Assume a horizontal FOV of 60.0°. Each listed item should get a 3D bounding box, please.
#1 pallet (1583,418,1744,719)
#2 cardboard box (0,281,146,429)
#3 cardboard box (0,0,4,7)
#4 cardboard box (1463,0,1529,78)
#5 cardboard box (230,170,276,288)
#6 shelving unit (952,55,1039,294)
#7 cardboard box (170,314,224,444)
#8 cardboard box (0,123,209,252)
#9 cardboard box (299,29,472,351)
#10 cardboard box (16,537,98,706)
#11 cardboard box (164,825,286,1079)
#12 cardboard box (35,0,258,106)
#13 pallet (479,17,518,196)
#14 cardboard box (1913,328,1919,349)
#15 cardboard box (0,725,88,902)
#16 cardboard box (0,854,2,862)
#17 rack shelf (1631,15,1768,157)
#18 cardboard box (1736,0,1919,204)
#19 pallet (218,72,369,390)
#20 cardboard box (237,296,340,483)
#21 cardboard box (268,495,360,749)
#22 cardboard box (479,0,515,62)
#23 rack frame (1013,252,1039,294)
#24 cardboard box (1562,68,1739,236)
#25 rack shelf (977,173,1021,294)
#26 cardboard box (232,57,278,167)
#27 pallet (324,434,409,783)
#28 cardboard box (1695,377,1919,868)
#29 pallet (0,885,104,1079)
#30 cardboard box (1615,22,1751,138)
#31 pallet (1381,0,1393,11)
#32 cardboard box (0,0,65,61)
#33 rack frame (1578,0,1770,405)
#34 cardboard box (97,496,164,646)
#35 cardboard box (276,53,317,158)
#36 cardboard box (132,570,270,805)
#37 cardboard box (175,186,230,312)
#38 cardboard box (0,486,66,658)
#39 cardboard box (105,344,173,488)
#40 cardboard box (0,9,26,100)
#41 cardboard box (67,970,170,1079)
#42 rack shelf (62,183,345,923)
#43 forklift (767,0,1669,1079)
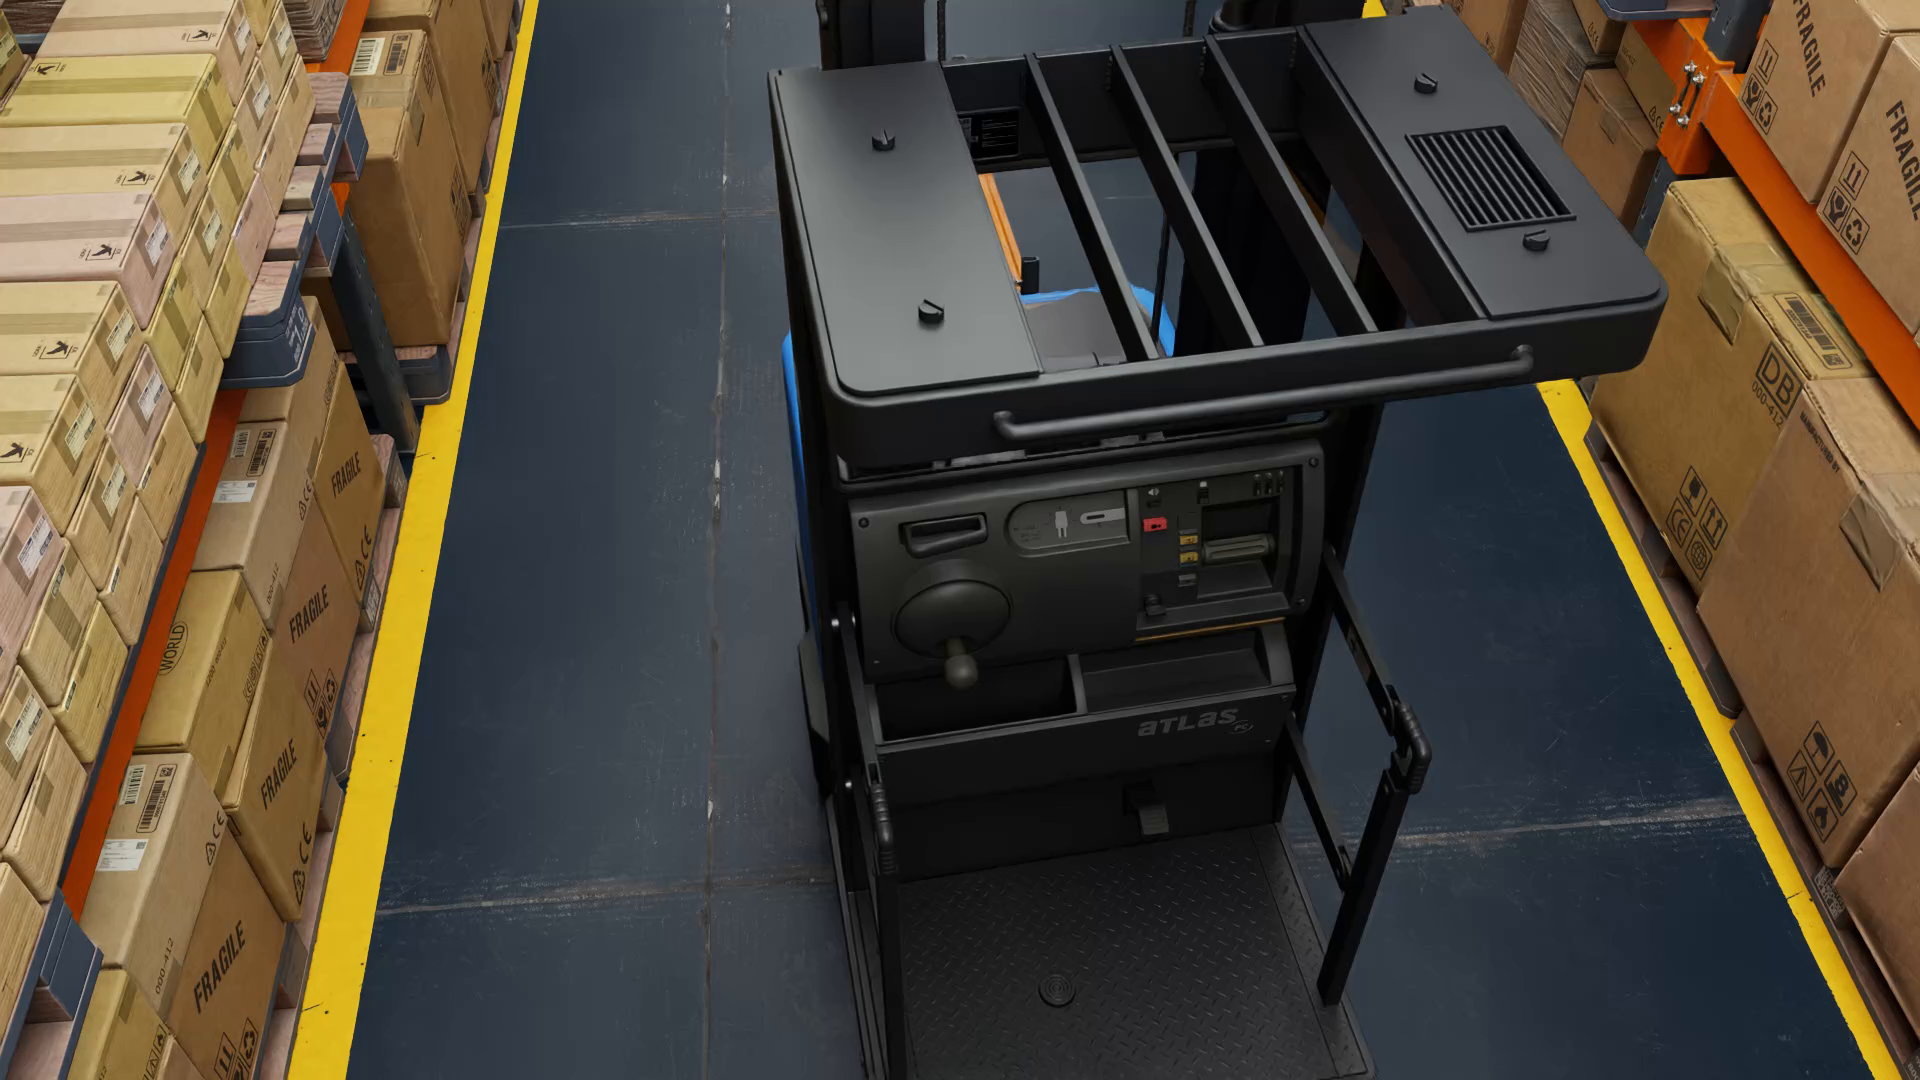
[{"bbox_3d":[2.634,-0.021,5.124,1.003,0.211,1.213,-3,47,-3],"label":"pallet"},{"bbox_3d":[-1.704,-0.326,2.967,0.380,0.149,0.250,-1,47,-1],"label":"cardboard box"},{"bbox_3d":[-2.462,-1.239,3.832,0.380,0.149,0.250,-3,47,-3],"label":"cardboard box"},{"bbox_3d":[2.453,-2.140,6.629,0.700,0.500,0.500,0,47,0],"label":"cardboard box"},{"bbox_3d":[-1.768,-0.689,3.721,0.380,0.149,0.250,-3,47,-3],"label":"cardboard box"},{"bbox_3d":[-0.132,-0.697,5.136,0.538,1.125,1.048,-8,47,-7],"label":"shelving unit"},{"bbox_3d":[-1.727,-0.314,3.365,0.380,0.149,0.250,-5,47,-5],"label":"cardboard box"},{"bbox_3d":[-1.744,-0.698,3.319,0.380,0.149,0.250,-2,47,-2],"label":"cardboard box"},{"bbox_3d":[-2.270,-1.143,5.527,1.050,0.750,0.750,-4,47,-4],"label":"cardboard box"},{"bbox_3d":[-1.663,0.146,2.725,0.380,0.149,0.250,-4,47,-4],"label":"cardboard box"},{"bbox_3d":[-1.874,0.971,3.696,0.500,0.500,0.500,-3,47,-3],"label":"cardboard box"},{"bbox_3d":[-1.792,-1.080,3.681,0.380,0.149,0.250,-4,47,-4],"label":"cardboard box"},{"bbox_3d":[-2.398,-1.823,6.831,1.003,0.211,1.213,-3,47,-3],"label":"pallet"},{"bbox_3d":[2.504,-0.477,3.567,0.500,0.500,0.500,-4,47,-4],"label":"cardboard box"},{"bbox_3d":[-1.636,0.450,2.642,0.380,0.149,0.250,-5,47,-5],"label":"cardboard box"},{"bbox_3d":[-1.616,0.532,2.359,0.380,0.149,0.250,-5,47,-5],"label":"cardboard box"},{"bbox_3d":[2.475,-2.754,6.288,1.077,0.370,4.000,-3,47,-3],"label":"rack shelf"},{"bbox_3d":[2.412,-1.221,4.271,0.500,0.500,0.500,-2,47,-2],"label":"cardboard box"},{"bbox_3d":[-2.143,-0.751,4.027,1.213,0.211,1.003,-3,47,-3],"label":"pallet"},{"bbox_3d":[-1.990,-0.390,4.469,0.500,0.250,0.500,-4,47,-4],"label":"cardboard box"},{"bbox_3d":[-1.953,0.225,4.403,0.500,0.500,0.500,-2,47,-2],"label":"cardboard box"},{"bbox_3d":[-2.425,-2.449,6.764,1.050,0.750,0.750,-3,47,-3],"label":"cardboard box"},{"bbox_3d":[-0.038,-0.335,4.792,0.500,1.125,0.032,-8,47,-7],"label":"rack frame"},{"bbox_3d":[2.567,-1.330,5.862,0.700,0.500,0.500,-6,47,-5],"label":"cardboard box"},{"bbox_3d":[-0.132,-0.899,4.923,0.538,0.278,1.000,-8,47,-7],"label":"rack shelf"},{"bbox_3d":[-1.789,-0.964,3.776,0.380,0.149,0.250,-2,47,-2],"label":"cardboard box"},{"bbox_3d":[-2.244,0.198,4.917,1.003,0.211,1.213,-3,47,-3],"label":"pallet"},{"bbox_3d":[2.747,0.178,4.190,1.225,0.875,0.875,-3,47,-3],"label":"cardboard box"},{"bbox_3d":[-1.893,1.072,2.301,1.003,0.211,1.213,-3,47,-3],"label":"pallet"},{"bbox_3d":[2.557,-1.587,5.589,0.500,0.250,0.500,-2,47,-2],"label":"cardboard box"},{"bbox_3d":[2.374,-2.926,7.876,1.003,0.211,1.213,-3,47,-3],"label":"pallet"},{"bbox_3d":[-2.614,-1.670,4.697,0.500,0.500,0.500,-3,47,-3],"label":"cardboard box"},{"bbox_3d":[2.643,-1.554,4.656,1.000,3.000,0.127,-3,47,-3],"label":"rack frame"},{"bbox_3d":[-1.681,0.070,3.001,0.380,0.149,0.250,-5,47,-5],"label":"cardboard box"},{"bbox_3d":[-1.809,-1.055,4.067,0.380,0.149,0.250,-3,47,-3],"label":"cardboard box"},{"bbox_3d":[-1.910,0.343,3.775,0.500,0.250,0.500,-2,47,-2],"label":"cardboard box"},{"bbox_3d":[-1.744,-0.592,3.424,0.380,0.149,0.250,-3,47,-3],"label":"cardboard box"},{"bbox_3d":[-1.657,0.057,2.604,0.380,0.149,0.250,-2,47,-2],"label":"cardboard box"},{"bbox_3d":[-1.703,-0.224,3.075,0.380,0.149,0.250,-2,47,-2],"label":"cardboard box"},{"bbox_3d":[-2.468,-1.125,3.928,0.380,0.149,0.250,-2,47,-2],"label":"cardboard box"},{"bbox_3d":[-1.819,1.089,3.068,0.500,0.250,0.500,-2,47,-2],"label":"cardboard box"},{"bbox_3d":[-2.141,0.368,3.331,1.077,0.370,4.000,-3,47,-3],"label":"rack shelf"},{"bbox_3d":[0.299,0.149,3.090,1.130,2.935,3.031,-8,47,-7],"label":"forklift"}]
